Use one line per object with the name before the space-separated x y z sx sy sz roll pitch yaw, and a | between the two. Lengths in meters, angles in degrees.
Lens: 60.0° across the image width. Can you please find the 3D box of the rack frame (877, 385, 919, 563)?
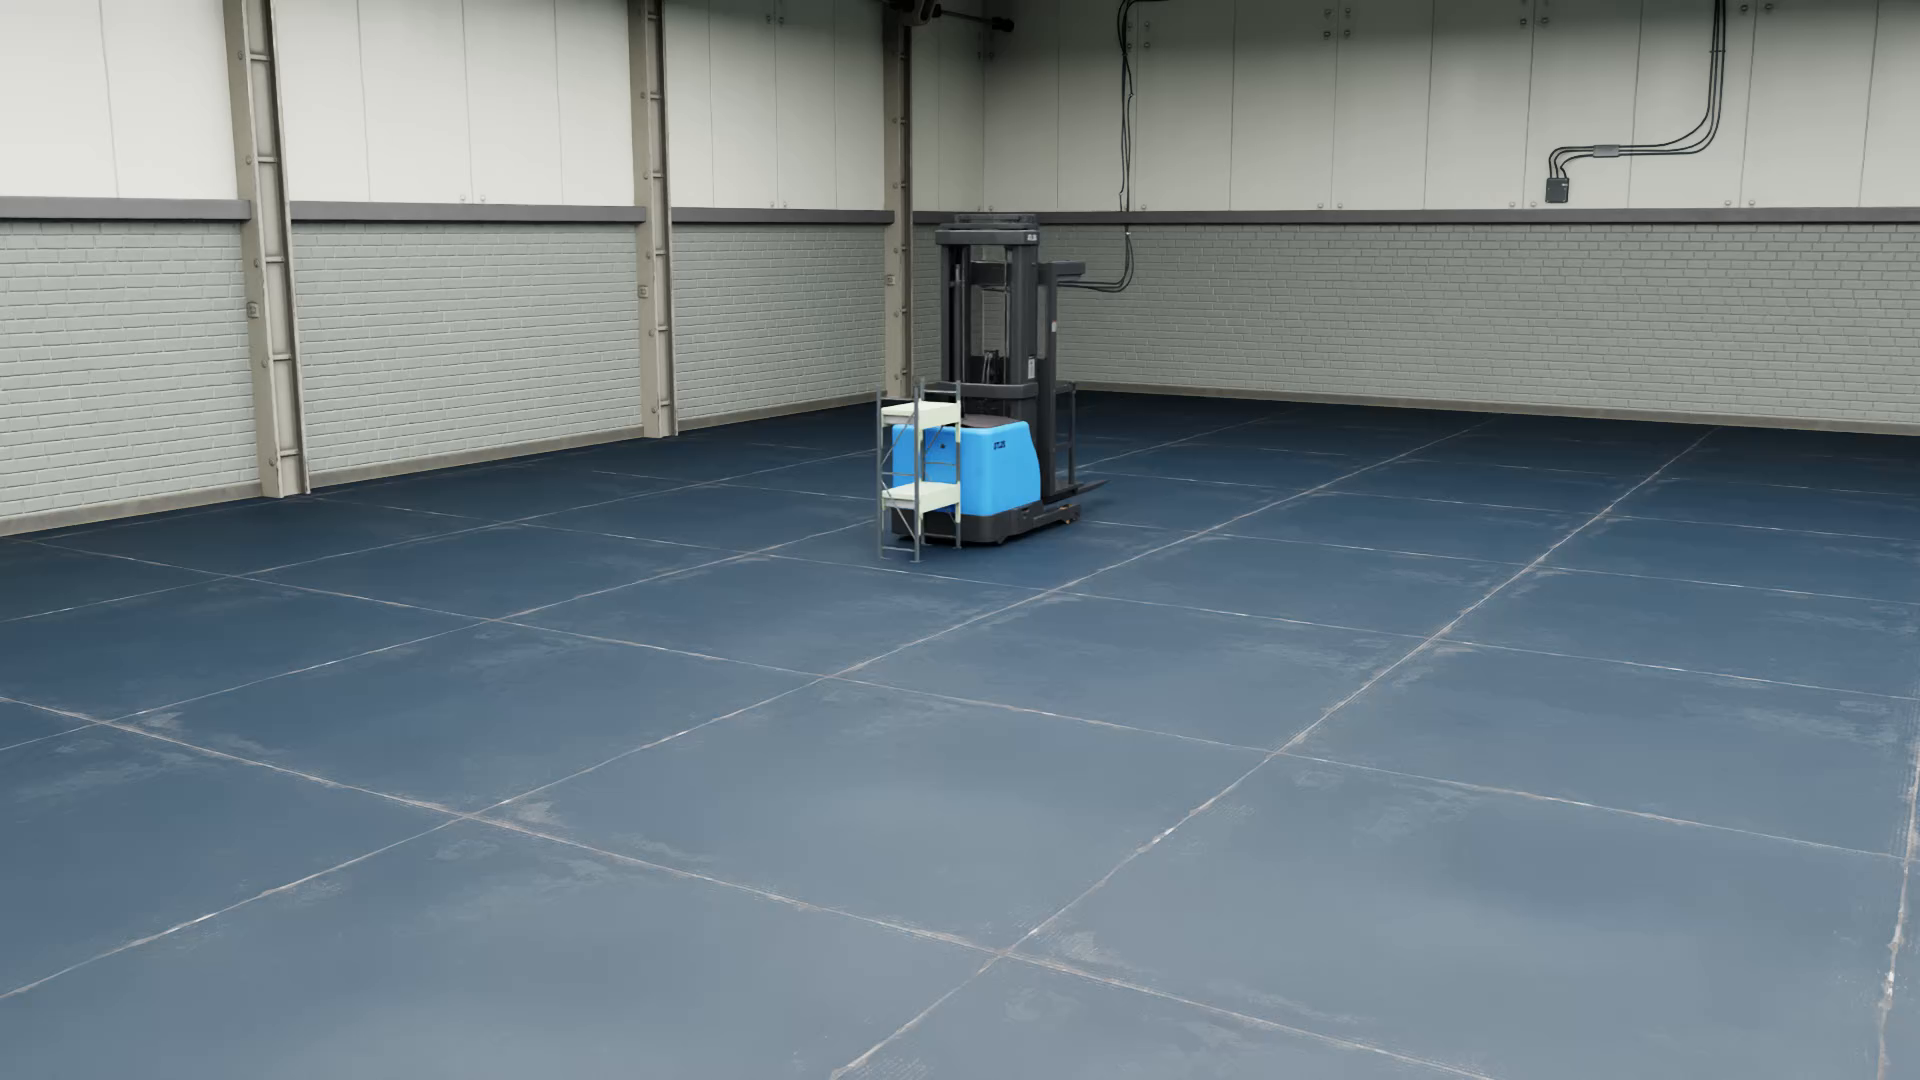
rack frame | -0.528 -0.557 14.148 0.400 1.500 0.023 6 12 28

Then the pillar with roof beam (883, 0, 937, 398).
pillar with roof beam | 2.667 -6.389 24.923 9.100 9.000 0.548 6 12 31

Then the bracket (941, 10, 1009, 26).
bracket | 0.430 -8.881 28.451 0.076 0.066 3.189 6 12 31

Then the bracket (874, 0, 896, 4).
bracket | -2.262 -8.065 24.095 0.076 0.066 4.783 6 12 31

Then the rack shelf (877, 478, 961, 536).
rack shelf | -0.351 -0.295 14.523 0.431 0.370 0.720 6 12 28

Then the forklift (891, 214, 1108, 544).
forklift | 0.523 -1.630 15.993 1.130 2.935 3.031 6 12 28

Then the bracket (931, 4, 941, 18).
bracket | -0.493 -8.601 26.957 0.235 0.232 0.430 6 12 31

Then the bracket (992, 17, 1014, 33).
bracket | 0.737 -8.974 28.947 0.235 0.232 0.430 6 12 31

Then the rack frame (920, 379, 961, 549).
rack frame | -0.174 -0.675 14.778 0.400 1.500 0.023 6 12 28

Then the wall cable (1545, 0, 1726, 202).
wall cable | 9.753 -7.900 23.749 2.305 6.003 0.169 6 12 31

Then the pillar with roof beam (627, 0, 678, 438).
pillar with roof beam | -0.448 -5.446 19.883 9.100 9.000 0.400 6 12 31

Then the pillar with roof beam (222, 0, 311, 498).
pillar with roof beam | -3.563 -4.502 14.843 9.100 9.000 0.400 6 12 31

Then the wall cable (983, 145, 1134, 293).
wall cable | 1.647 -5.611 29.206 3.097 2.526 0.112 6 12 31

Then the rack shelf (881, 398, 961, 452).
rack shelf | -0.351 -0.999 14.391 0.431 0.370 0.720 6 12 28

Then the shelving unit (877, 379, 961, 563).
shelving unit | -0.351 -0.616 14.463 0.431 1.500 0.755 6 12 28

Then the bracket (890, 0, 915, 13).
bracket | -0.924 -8.471 26.259 0.235 0.232 0.430 6 12 31

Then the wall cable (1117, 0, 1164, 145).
wall cable | 3.960 -7.835 27.361 3.097 2.526 0.112 6 12 31
